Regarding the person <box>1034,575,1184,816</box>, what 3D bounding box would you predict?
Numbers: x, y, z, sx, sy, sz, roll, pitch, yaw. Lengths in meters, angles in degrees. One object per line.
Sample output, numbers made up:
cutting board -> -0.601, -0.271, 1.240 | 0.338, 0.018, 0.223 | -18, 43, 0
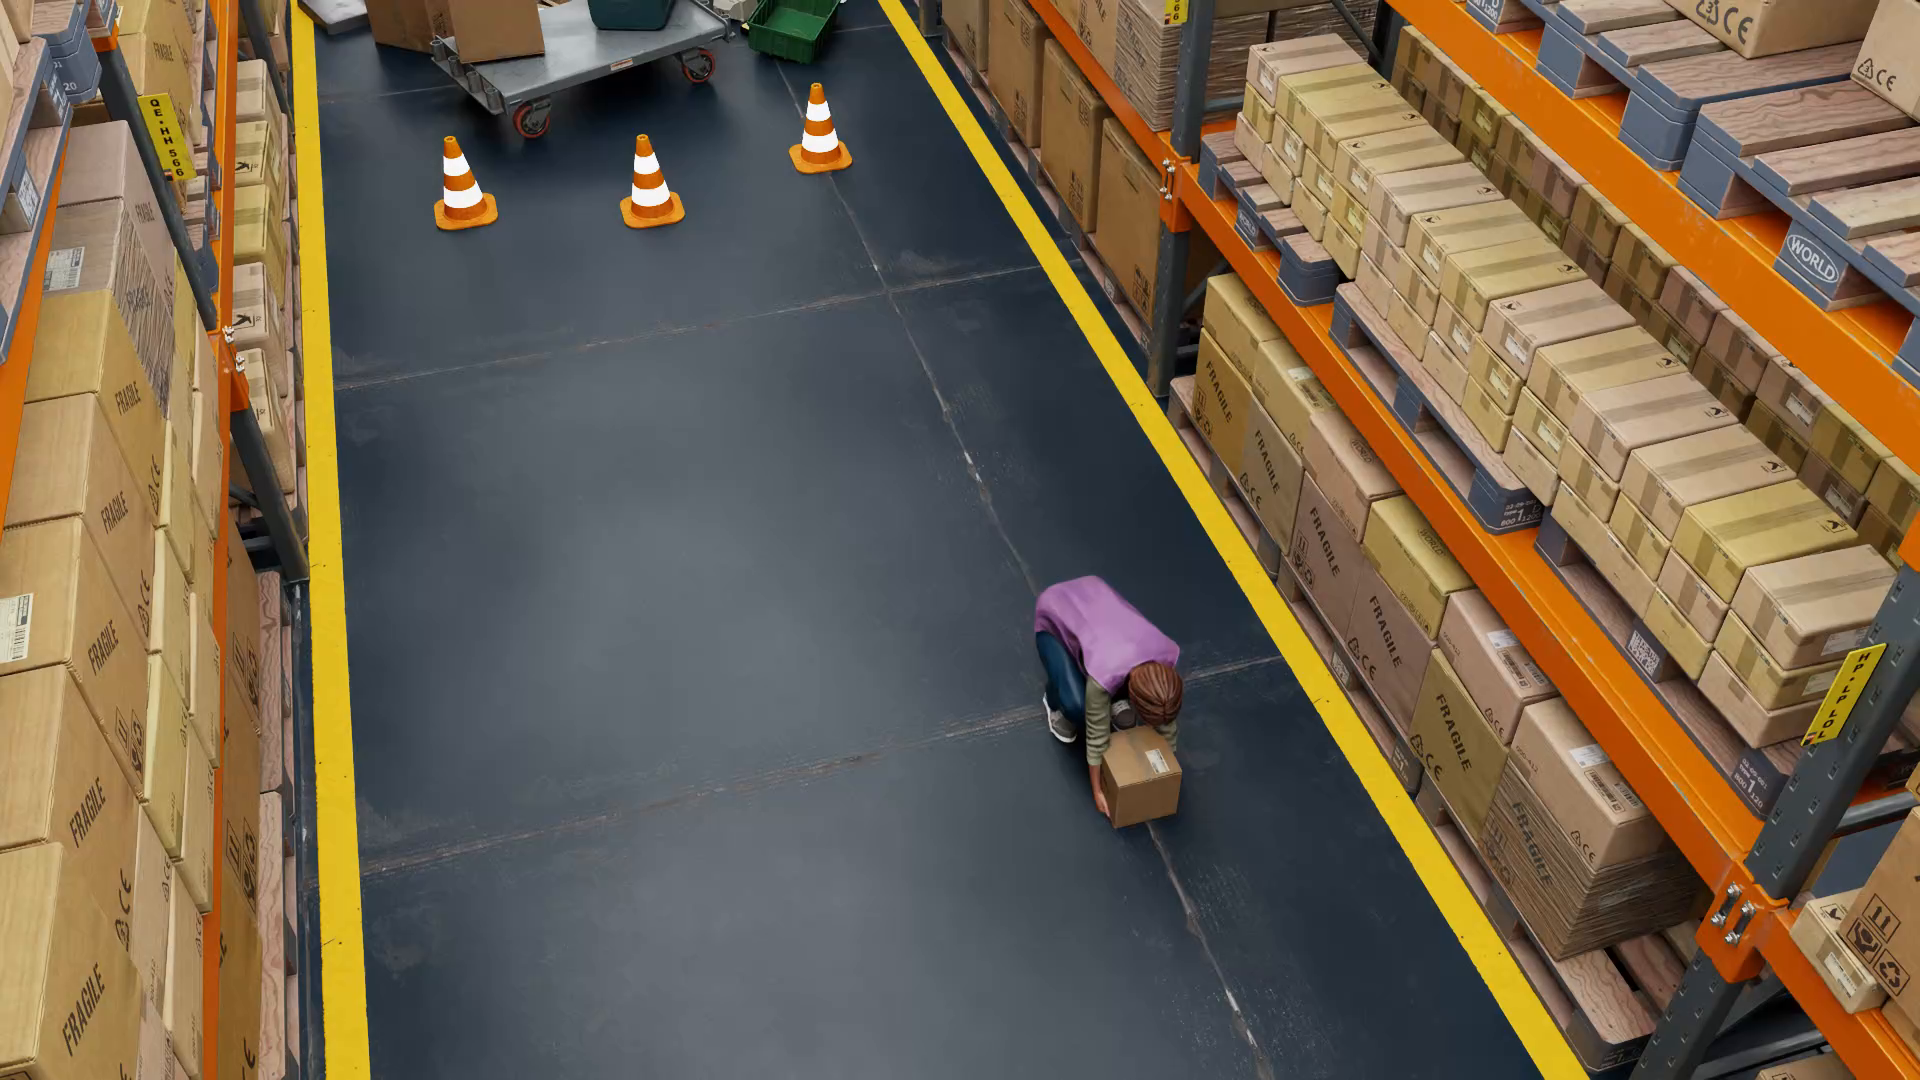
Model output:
person -> 0.556, 0.536, 6.273 | 0.426, 0.723, 0.852 | -13, 44, -14
